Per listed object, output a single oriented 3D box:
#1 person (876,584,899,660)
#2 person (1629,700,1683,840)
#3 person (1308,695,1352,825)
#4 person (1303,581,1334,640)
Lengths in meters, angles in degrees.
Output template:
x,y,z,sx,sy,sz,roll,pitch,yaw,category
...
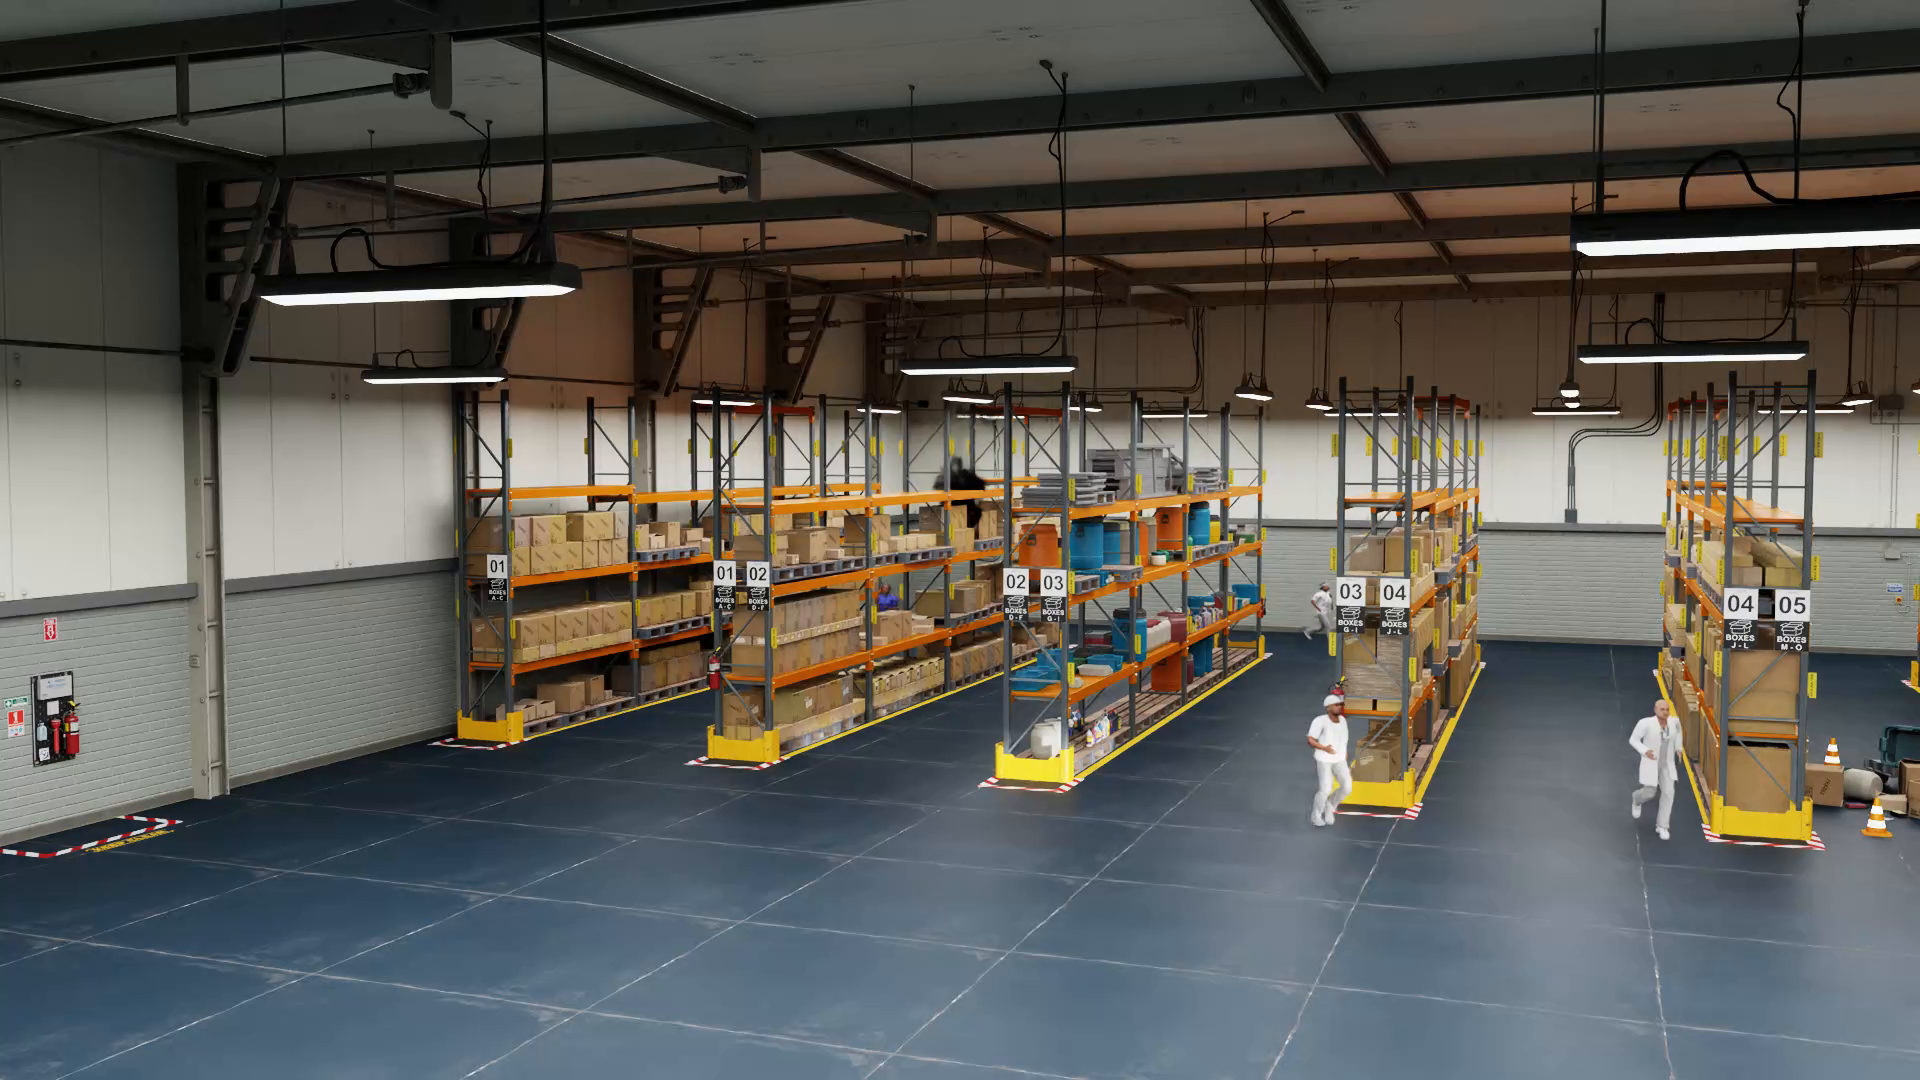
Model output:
x,y,z,sx,sy,sz,roll,pitch,yaw,category
-1.642,1.820,37.215,0.569,1.690,0.860,1,3,11,person
9.098,2.943,21.726,0.738,1.759,1.050,0,3,-2,person
4.939,2.918,21.983,0.698,1.729,0.594,-1,3,-23,person
9.152,1.868,41.895,1.061,1.707,0.545,2,4,37,person
